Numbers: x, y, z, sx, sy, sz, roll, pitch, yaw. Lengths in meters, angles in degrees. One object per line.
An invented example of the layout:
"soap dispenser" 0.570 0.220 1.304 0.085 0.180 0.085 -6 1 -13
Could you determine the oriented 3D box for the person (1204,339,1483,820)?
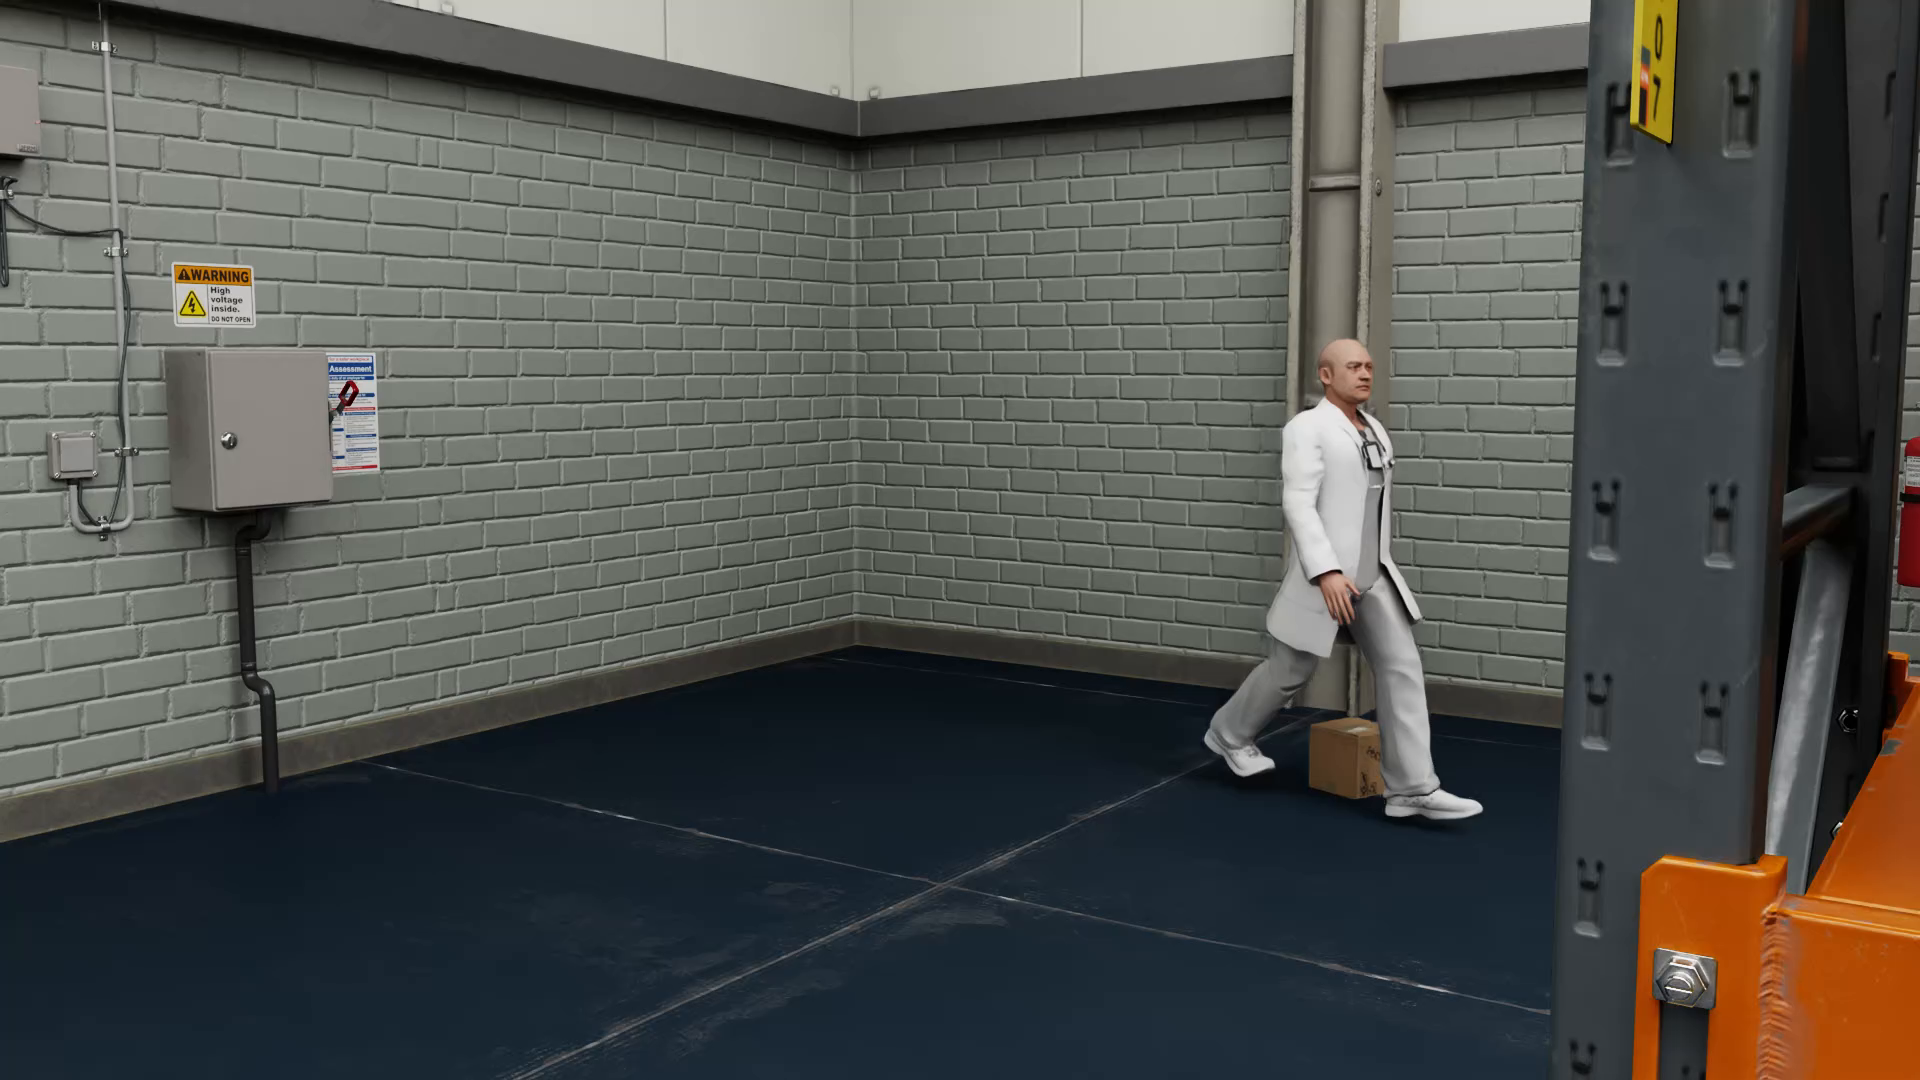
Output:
"person" 1.390 0.126 6.143 0.625 1.727 1.175 -4 7 -34
